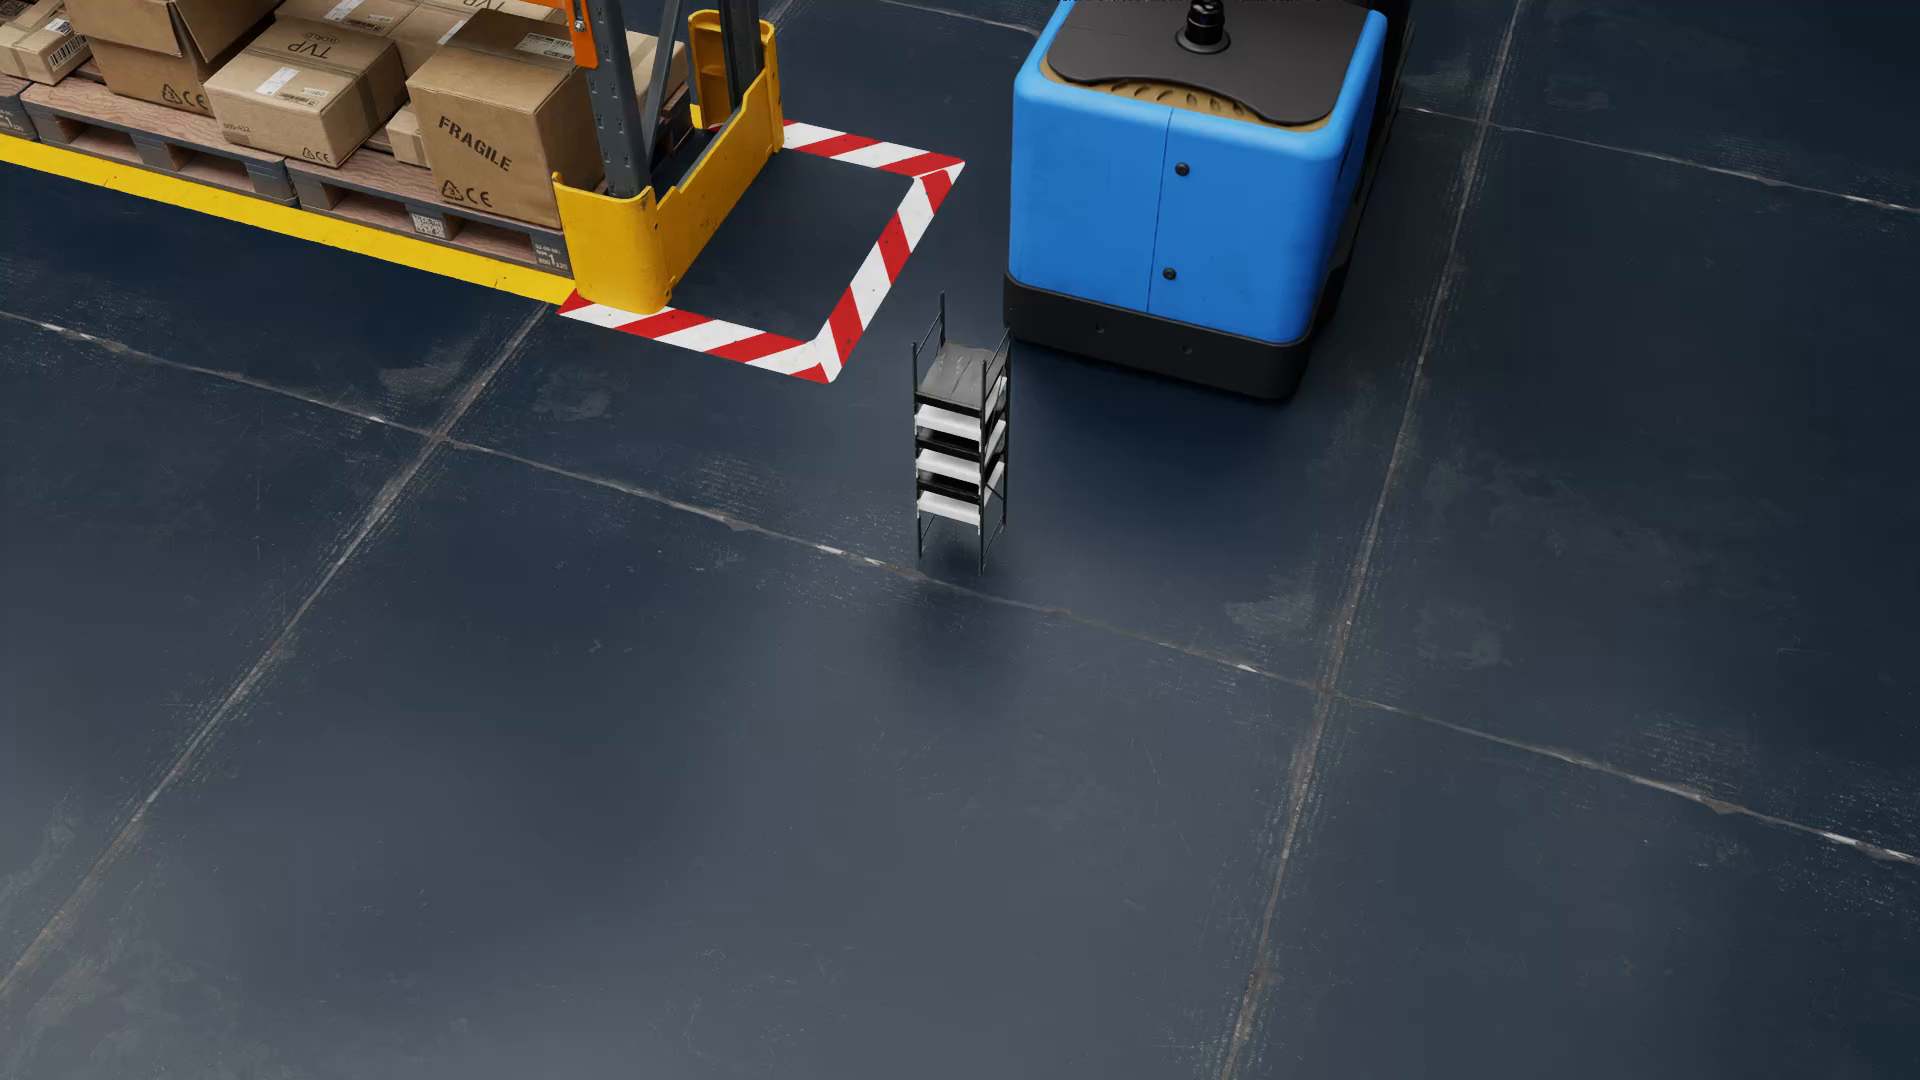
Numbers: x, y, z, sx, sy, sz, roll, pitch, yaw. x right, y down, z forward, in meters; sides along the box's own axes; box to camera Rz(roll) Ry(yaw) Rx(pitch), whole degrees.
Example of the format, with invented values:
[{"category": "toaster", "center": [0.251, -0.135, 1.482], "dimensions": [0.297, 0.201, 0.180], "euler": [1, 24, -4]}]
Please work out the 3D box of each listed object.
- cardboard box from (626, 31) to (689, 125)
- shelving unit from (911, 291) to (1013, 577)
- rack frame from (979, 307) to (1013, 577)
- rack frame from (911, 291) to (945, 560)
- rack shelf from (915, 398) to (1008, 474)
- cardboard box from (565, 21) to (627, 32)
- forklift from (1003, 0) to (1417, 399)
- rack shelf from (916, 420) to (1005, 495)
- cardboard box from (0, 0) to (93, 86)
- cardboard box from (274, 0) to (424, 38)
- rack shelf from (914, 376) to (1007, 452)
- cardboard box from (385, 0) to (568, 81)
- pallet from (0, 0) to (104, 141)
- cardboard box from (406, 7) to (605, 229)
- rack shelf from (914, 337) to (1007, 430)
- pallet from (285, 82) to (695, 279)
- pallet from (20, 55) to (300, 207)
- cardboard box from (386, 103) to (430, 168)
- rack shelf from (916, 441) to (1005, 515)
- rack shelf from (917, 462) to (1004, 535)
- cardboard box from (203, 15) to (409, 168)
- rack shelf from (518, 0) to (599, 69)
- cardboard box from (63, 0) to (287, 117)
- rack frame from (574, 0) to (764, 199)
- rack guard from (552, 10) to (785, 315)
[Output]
[{"category": "cardboard box", "center": [-1.246, -1.776, 6.400], "dimensions": [0.250, 0.149, 0.380], "euler": [16, 51, 13]}, {"category": "shelving unit", "center": [0.008, -0.293, 4.908], "dimensions": [0.210, 0.900, 0.258], "euler": [16, 51, 13]}, {"category": "rack frame", "center": [0.103, -0.266, 4.885], "dimensions": [0.006, 0.900, 0.240], "euler": [16, 51, 13]}, {"category": "rack frame", "center": [-0.088, -0.319, 4.931], "dimensions": [0.006, 0.900, 0.240], "euler": [16, 51, 13]}, {"category": "rack shelf", "center": [0.008, -0.330, 4.865], "dimensions": [0.200, 0.077, 0.258], "euler": [16, 51, 13]}, {"category": "cardboard box", "center": [-1.481, -1.847, 6.450], "dimensions": [0.250, 0.166, 0.380], "euler": [16, 51, 13]}, {"category": "forklift", "center": [1.130, -2.571, 5.539], "dimensions": [1.130, 2.935, 3.031], "euler": [15, 51, 13]}, {"category": "rack shelf", "center": [0.008, -0.271, 4.933], "dimensions": [0.200, 0.077, 0.258], "euler": [16, 51, 13]}, {"category": "cardboard box", "center": [-3.591, -1.993, 6.576], "dimensions": [0.250, 0.166, 0.380], "euler": [16, 51, 13]}, {"category": "cardboard box", "center": [-2.322, -2.061, 6.580], "dimensions": [0.500, 0.250, 0.500], "euler": [16, 51, 13]}, {"category": "rack shelf", "center": [0.008, -0.389, 4.797], "dimensions": [0.200, 0.077, 0.258], "euler": [16, 51, 13]}, {"category": "cardboard box", "center": [-1.853, -1.930, 6.467], "dimensions": [0.500, 0.250, 0.500], "euler": [16, 51, 13]}, {"category": "pallet", "center": [-4.081, -2.166, 6.988], "dimensions": [1.213, 0.211, 1.003], "euler": [16, 51, 13]}, {"category": "cardboard box", "center": [-1.568, -1.506, 5.933], "dimensions": [0.500, 0.500, 0.500], "euler": [16, 51, 13]}, {"category": "rack shelf", "center": [0.008, -0.448, 4.729], "dimensions": [0.200, 0.077, 0.258], "euler": [16, 51, 13]}, {"category": "pallet", "center": [-1.792, -1.527, 6.434], "dimensions": [1.213, 0.211, 1.003], "euler": [16, 51, 13]}, {"category": "pallet", "center": [-2.933, -1.848, 6.712], "dimensions": [1.213, 0.211, 1.003], "euler": [16, 51, 13]}, {"category": "cardboard box", "center": [-1.917, -1.566, 6.206], "dimensions": [0.250, 0.166, 0.380], "euler": [16, 51, 13]}, {"category": "rack shelf", "center": [0.008, -0.212, 5.001], "dimensions": [0.200, 0.077, 0.258], "euler": [16, 51, 13]}, {"category": "rack shelf", "center": [0.008, -0.153, 5.069], "dimensions": [0.200, 0.077, 0.258], "euler": [16, 51, 13]}, {"category": "cardboard box", "center": [-2.449, -1.694, 6.261], "dimensions": [0.500, 0.250, 0.500], "euler": [16, 51, 13]}, {"category": "rack shelf", "center": [-2.849, -2.501, 5.908], "dimensions": [4.000, 0.370, 1.077], "euler": [16, 51, 13]}, {"category": "cardboard box", "center": [-2.961, -2.098, 6.444], "dimensions": [0.637, 0.503, 0.797], "euler": [16, 51, 13]}, {"category": "rack frame", "center": [-0.973, -2.212, 5.183], "dimensions": [0.127, 3.000, 1.000], "euler": [16, 51, 13]}, {"category": "rack guard", "center": [-1.044, -1.414, 6.144], "dimensions": [0.348, 0.500, 1.175], "euler": [16, 51, 13]}]
